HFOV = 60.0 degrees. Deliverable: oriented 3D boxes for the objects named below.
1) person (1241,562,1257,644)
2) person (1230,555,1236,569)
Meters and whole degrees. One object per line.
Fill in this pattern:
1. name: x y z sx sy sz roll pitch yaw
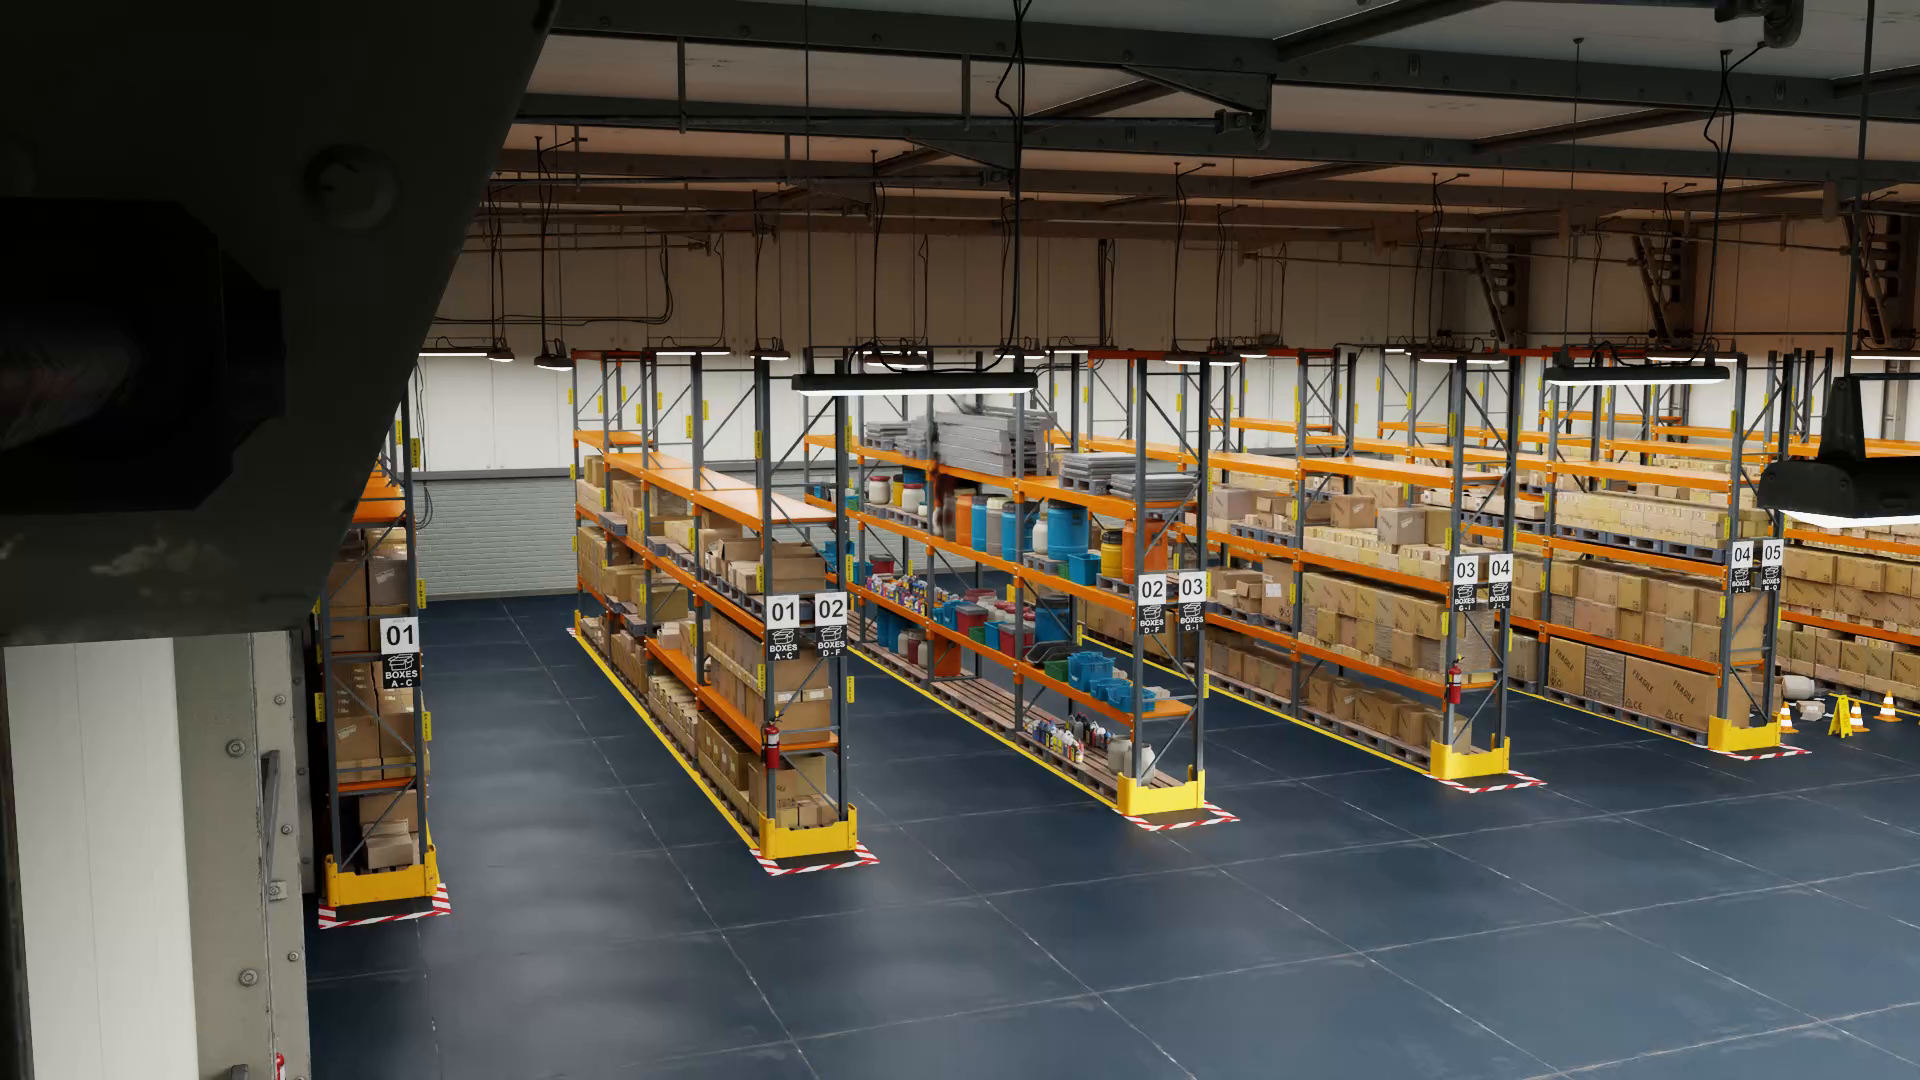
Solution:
1. person: 5.885 1.279 34.110 0.617 1.671 0.696 -5 8 -33
2. person: 6.798 0.290 41.745 0.946 1.716 0.709 4 8 31
